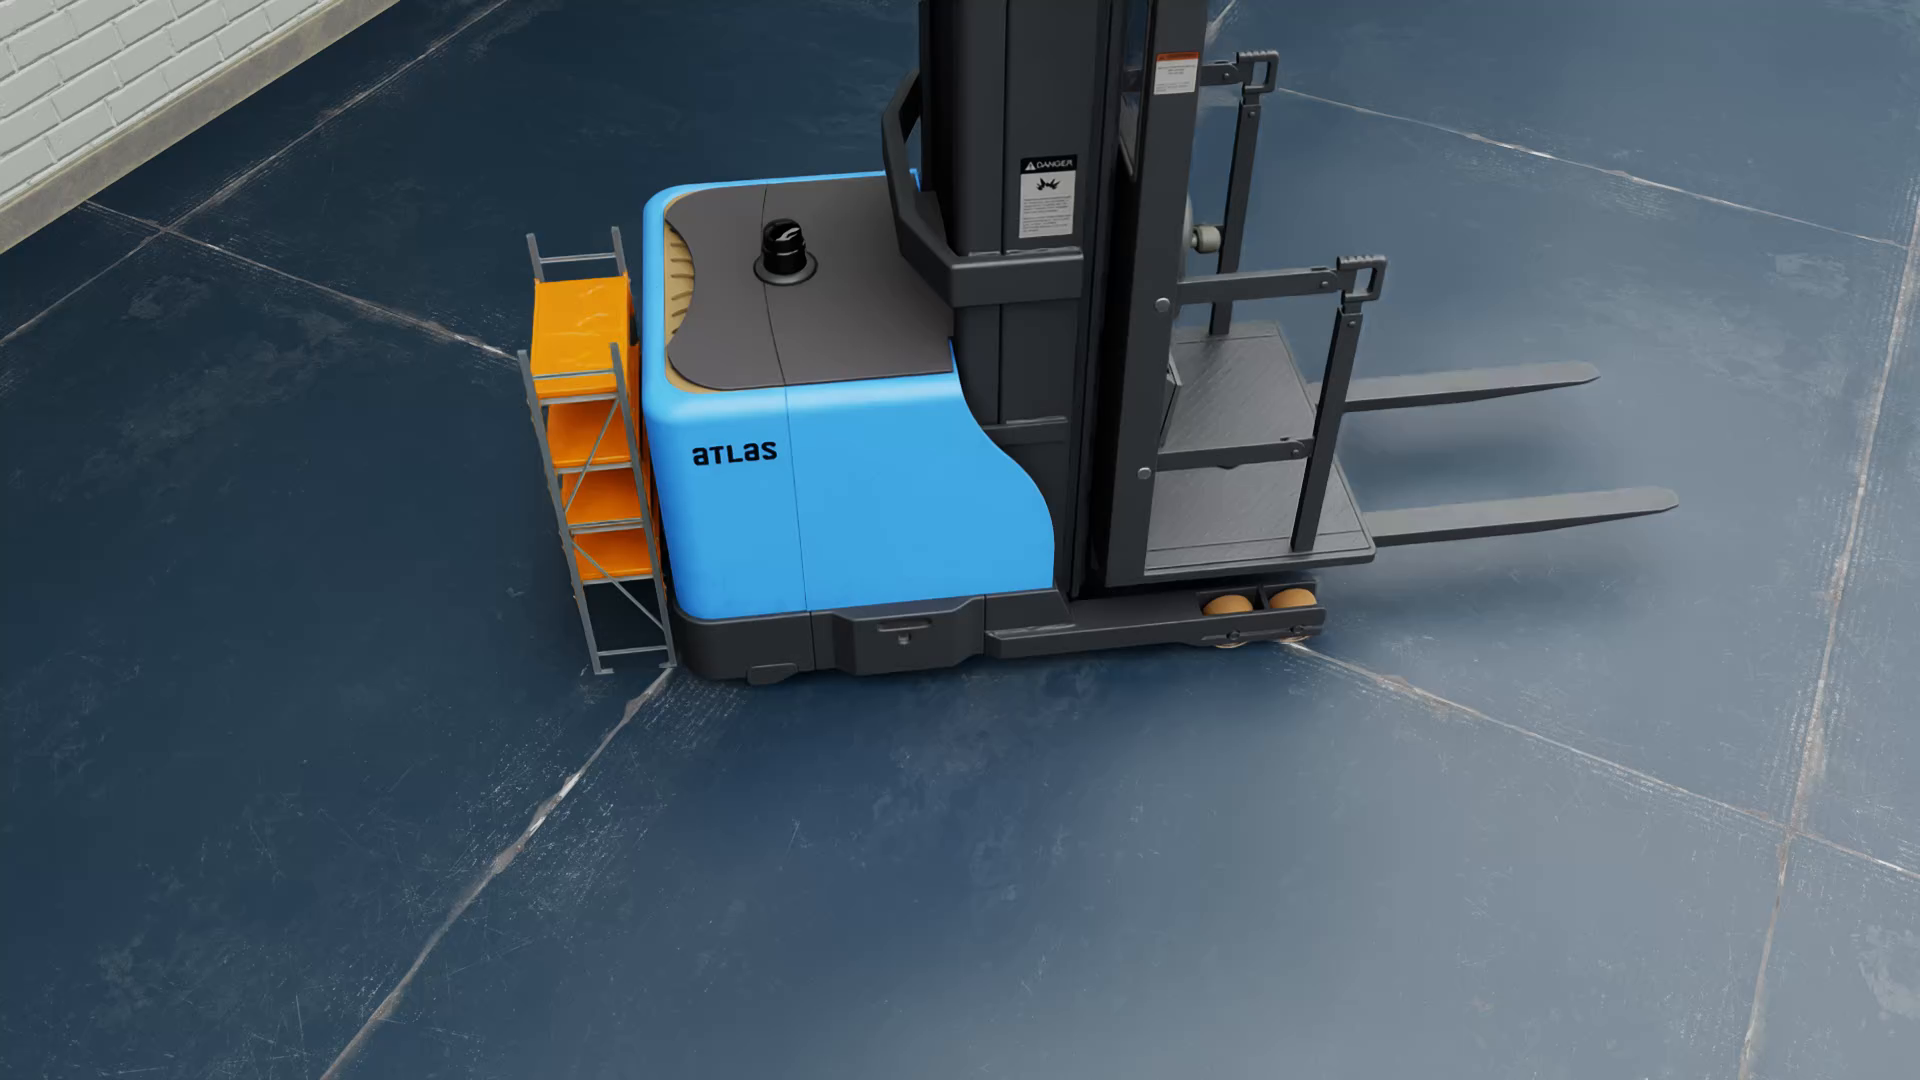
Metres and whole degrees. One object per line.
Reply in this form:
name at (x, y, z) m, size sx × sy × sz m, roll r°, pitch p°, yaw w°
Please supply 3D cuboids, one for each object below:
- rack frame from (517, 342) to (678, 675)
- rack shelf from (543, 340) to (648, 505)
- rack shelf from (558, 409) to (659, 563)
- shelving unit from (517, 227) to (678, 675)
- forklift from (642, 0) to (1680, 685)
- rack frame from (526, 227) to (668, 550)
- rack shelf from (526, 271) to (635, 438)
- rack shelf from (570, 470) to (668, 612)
rack frame at (-0.949, -0.043, 4.449) m, size 0.240 × 1.200 × 0.015 m, roll -6°, pitch 46°, yaw -6°
rack shelf at (-0.982, -0.325, 4.508) m, size 0.258 × 0.148 × 0.480 m, roll -6°, pitch 46°, yaw -6°
rack shelf at (-0.982, -0.168, 4.667) m, size 0.258 × 0.148 × 0.480 m, roll -6°, pitch 46°, yaw -6°
shelving unit at (-0.982, -0.215, 4.619) m, size 0.258 × 1.200 × 0.503 m, roll -6°, pitch 46°, yaw -6°
forklift at (0.644, -1.080, 4.256) m, size 3.031 × 2.935 × 1.130 m, roll -5°, pitch 46°, yaw -5°
rack frame at (-1.016, -0.387, 4.789) m, size 0.240 × 1.200 × 0.015 m, roll -6°, pitch 46°, yaw -6°
rack shelf at (-0.982, -0.491, 4.339) m, size 0.258 × 0.148 × 0.480 m, roll -6°, pitch 46°, yaw -6°
rack shelf at (-0.982, -0.028, 4.808) m, size 0.258 × 0.148 × 0.480 m, roll -6°, pitch 46°, yaw -6°
